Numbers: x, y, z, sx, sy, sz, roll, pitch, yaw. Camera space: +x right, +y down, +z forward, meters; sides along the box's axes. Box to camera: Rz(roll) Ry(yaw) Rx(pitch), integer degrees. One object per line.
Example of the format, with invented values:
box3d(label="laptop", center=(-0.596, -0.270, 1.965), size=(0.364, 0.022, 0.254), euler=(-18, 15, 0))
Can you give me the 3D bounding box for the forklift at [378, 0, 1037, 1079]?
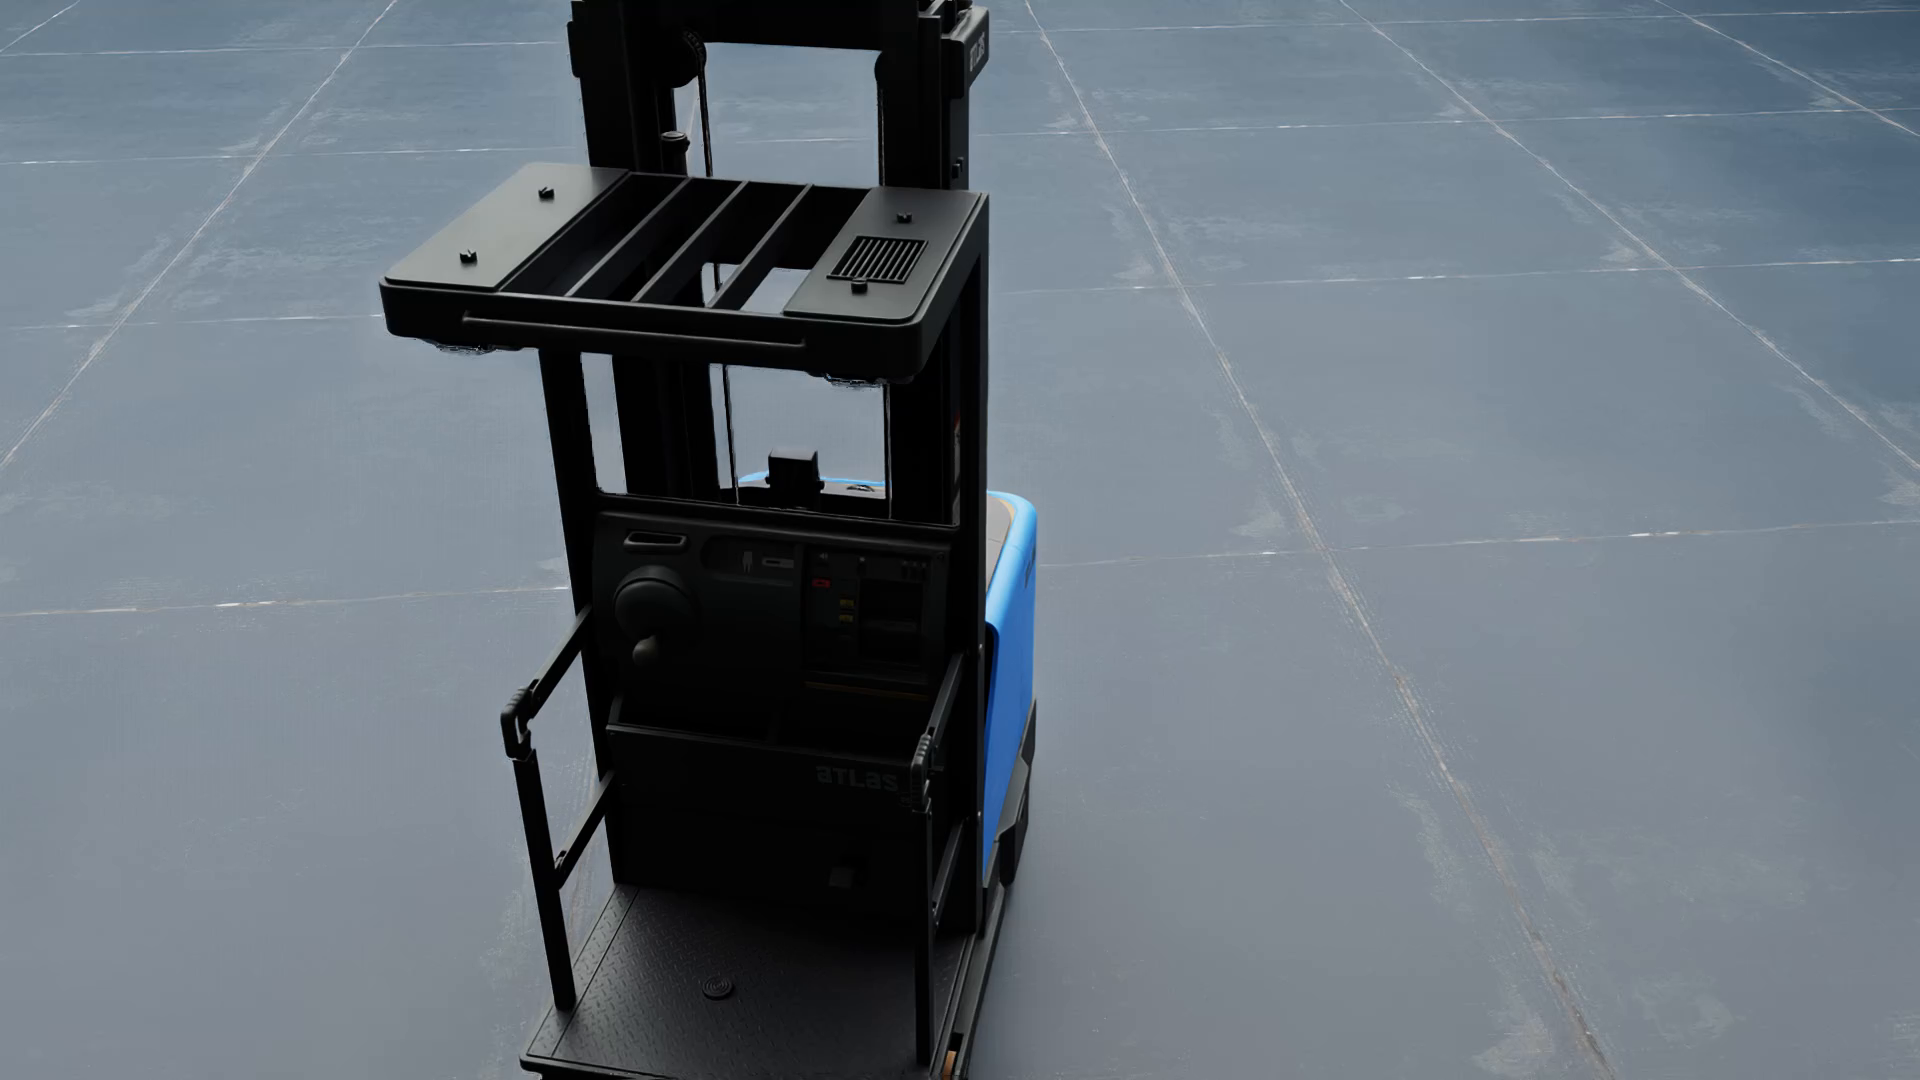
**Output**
box3d(label="forklift", center=(-0.524, 0.207, 4.045), size=(1.130, 2.935, 3.031), euler=(6, 31, 10))
